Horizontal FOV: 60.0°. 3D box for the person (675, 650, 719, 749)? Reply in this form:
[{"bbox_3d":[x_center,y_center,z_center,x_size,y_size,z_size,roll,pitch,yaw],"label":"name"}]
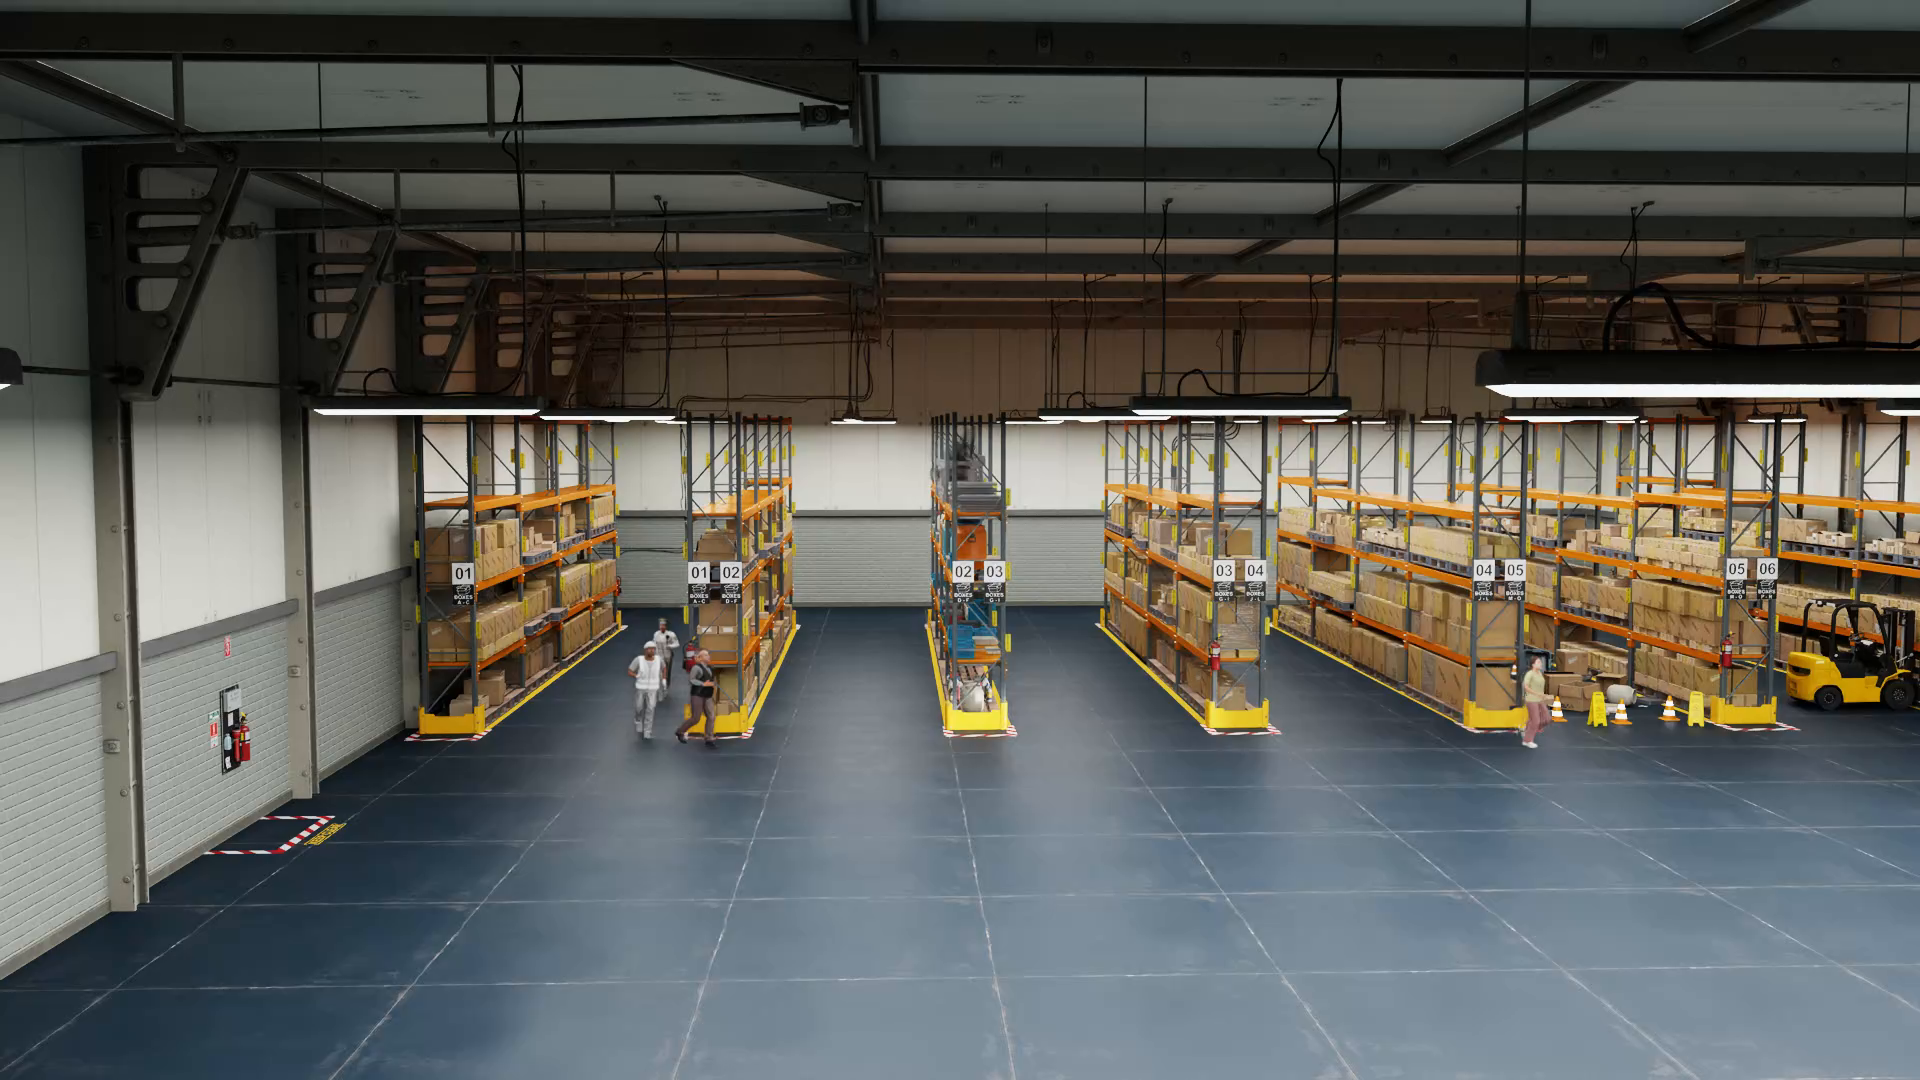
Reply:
[{"bbox_3d":[-4.643,2.838,29.795,0.883,1.737,0.669,2,4,29],"label":"person"}]

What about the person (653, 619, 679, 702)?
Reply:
[{"bbox_3d":[-6.188,2.500,34.972,0.592,1.728,0.851,0,4,-3],"label":"person"}]

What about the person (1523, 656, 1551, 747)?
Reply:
[{"bbox_3d":[10.288,2.884,29.703,0.616,1.633,0.560,-3,5,-39],"label":"person"}]

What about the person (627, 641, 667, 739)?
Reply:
[{"bbox_3d":[-5.747,2.744,30.592,0.734,1.747,0.996,-1,4,-14],"label":"person"}]

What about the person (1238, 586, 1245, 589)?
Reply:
[{"bbox_3d":[7.856,1.706,46.526,0.697,1.706,0.554,0,4,-2],"label":"person"}]
